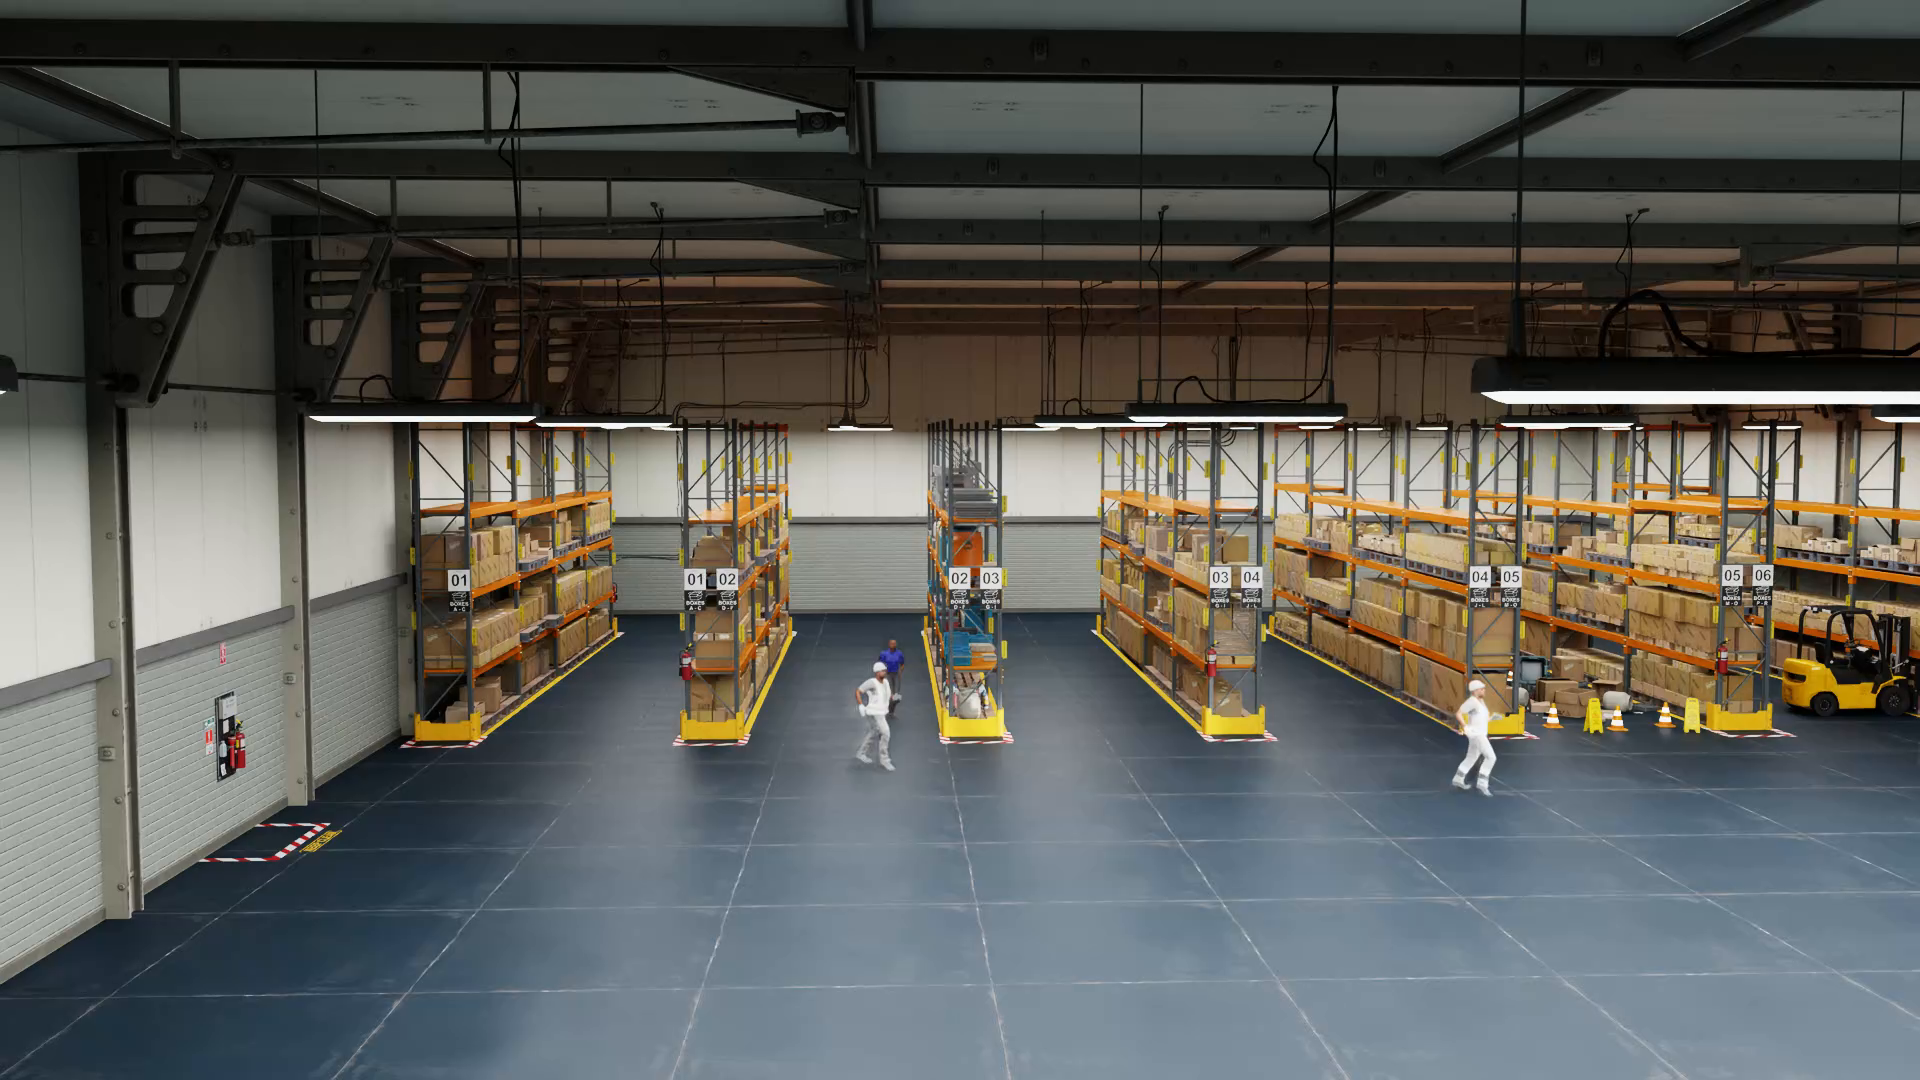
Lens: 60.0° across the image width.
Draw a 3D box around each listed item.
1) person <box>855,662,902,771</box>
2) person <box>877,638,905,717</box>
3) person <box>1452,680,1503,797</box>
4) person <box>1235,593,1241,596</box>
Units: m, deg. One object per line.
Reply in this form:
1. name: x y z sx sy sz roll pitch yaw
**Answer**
1. person: -1.412 3.005 28.414 0.883 1.841 0.662 2 4 23
2. person: -1.369 2.785 33.478 0.558 1.595 0.586 -1 4 -14
3. person: 8.200 3.139 26.355 0.763 1.838 0.641 2 4 23
4. person: 7.797 1.914 45.651 0.720 1.722 0.837 0 4 6
